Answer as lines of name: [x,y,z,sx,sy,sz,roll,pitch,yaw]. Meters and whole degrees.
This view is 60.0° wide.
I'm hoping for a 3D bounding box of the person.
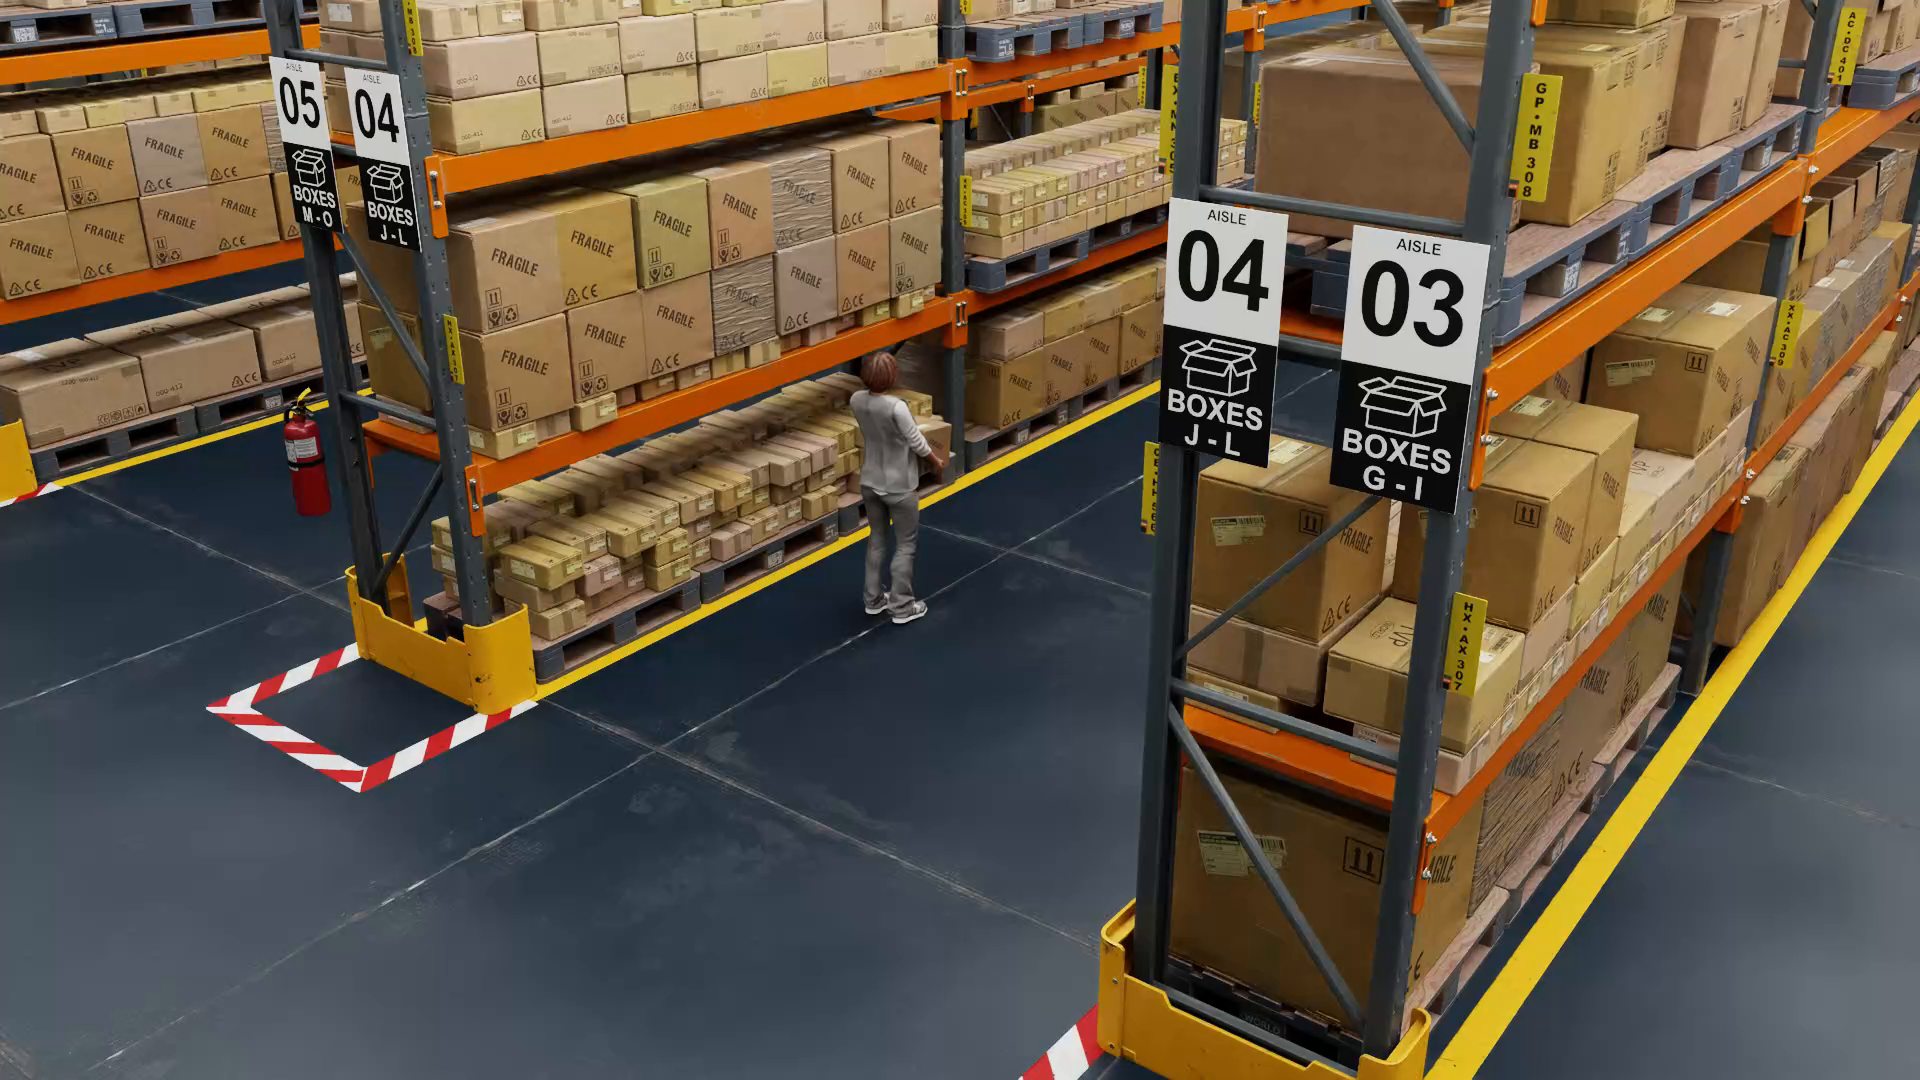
person: [-0.342,-0.326,9.356,0.404,1.591,0.490,18,29,34]
